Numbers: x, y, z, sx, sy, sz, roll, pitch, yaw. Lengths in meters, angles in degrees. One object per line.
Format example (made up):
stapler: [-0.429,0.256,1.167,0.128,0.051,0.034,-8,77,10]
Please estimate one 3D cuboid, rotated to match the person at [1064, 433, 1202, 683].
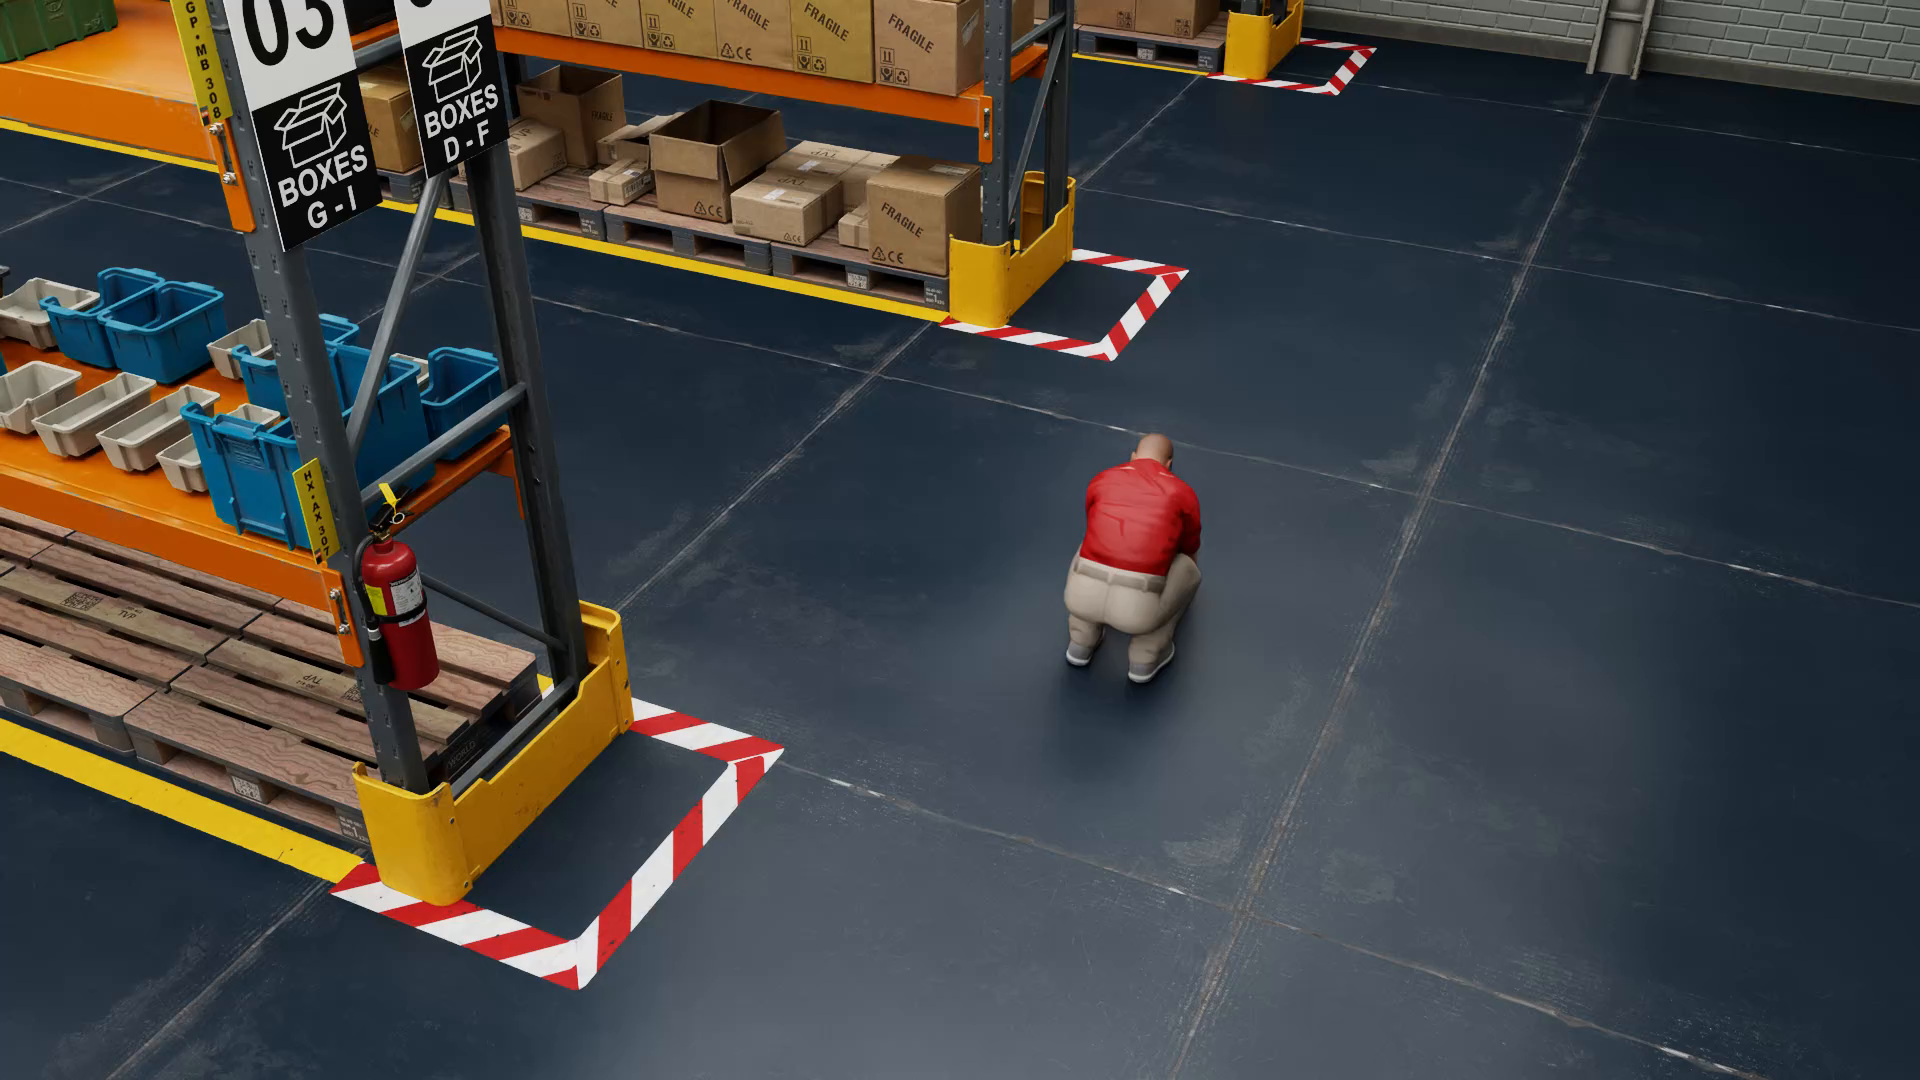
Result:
person: [0.726,0.112,6.931,0.544,0.859,0.895,14,36,20]
